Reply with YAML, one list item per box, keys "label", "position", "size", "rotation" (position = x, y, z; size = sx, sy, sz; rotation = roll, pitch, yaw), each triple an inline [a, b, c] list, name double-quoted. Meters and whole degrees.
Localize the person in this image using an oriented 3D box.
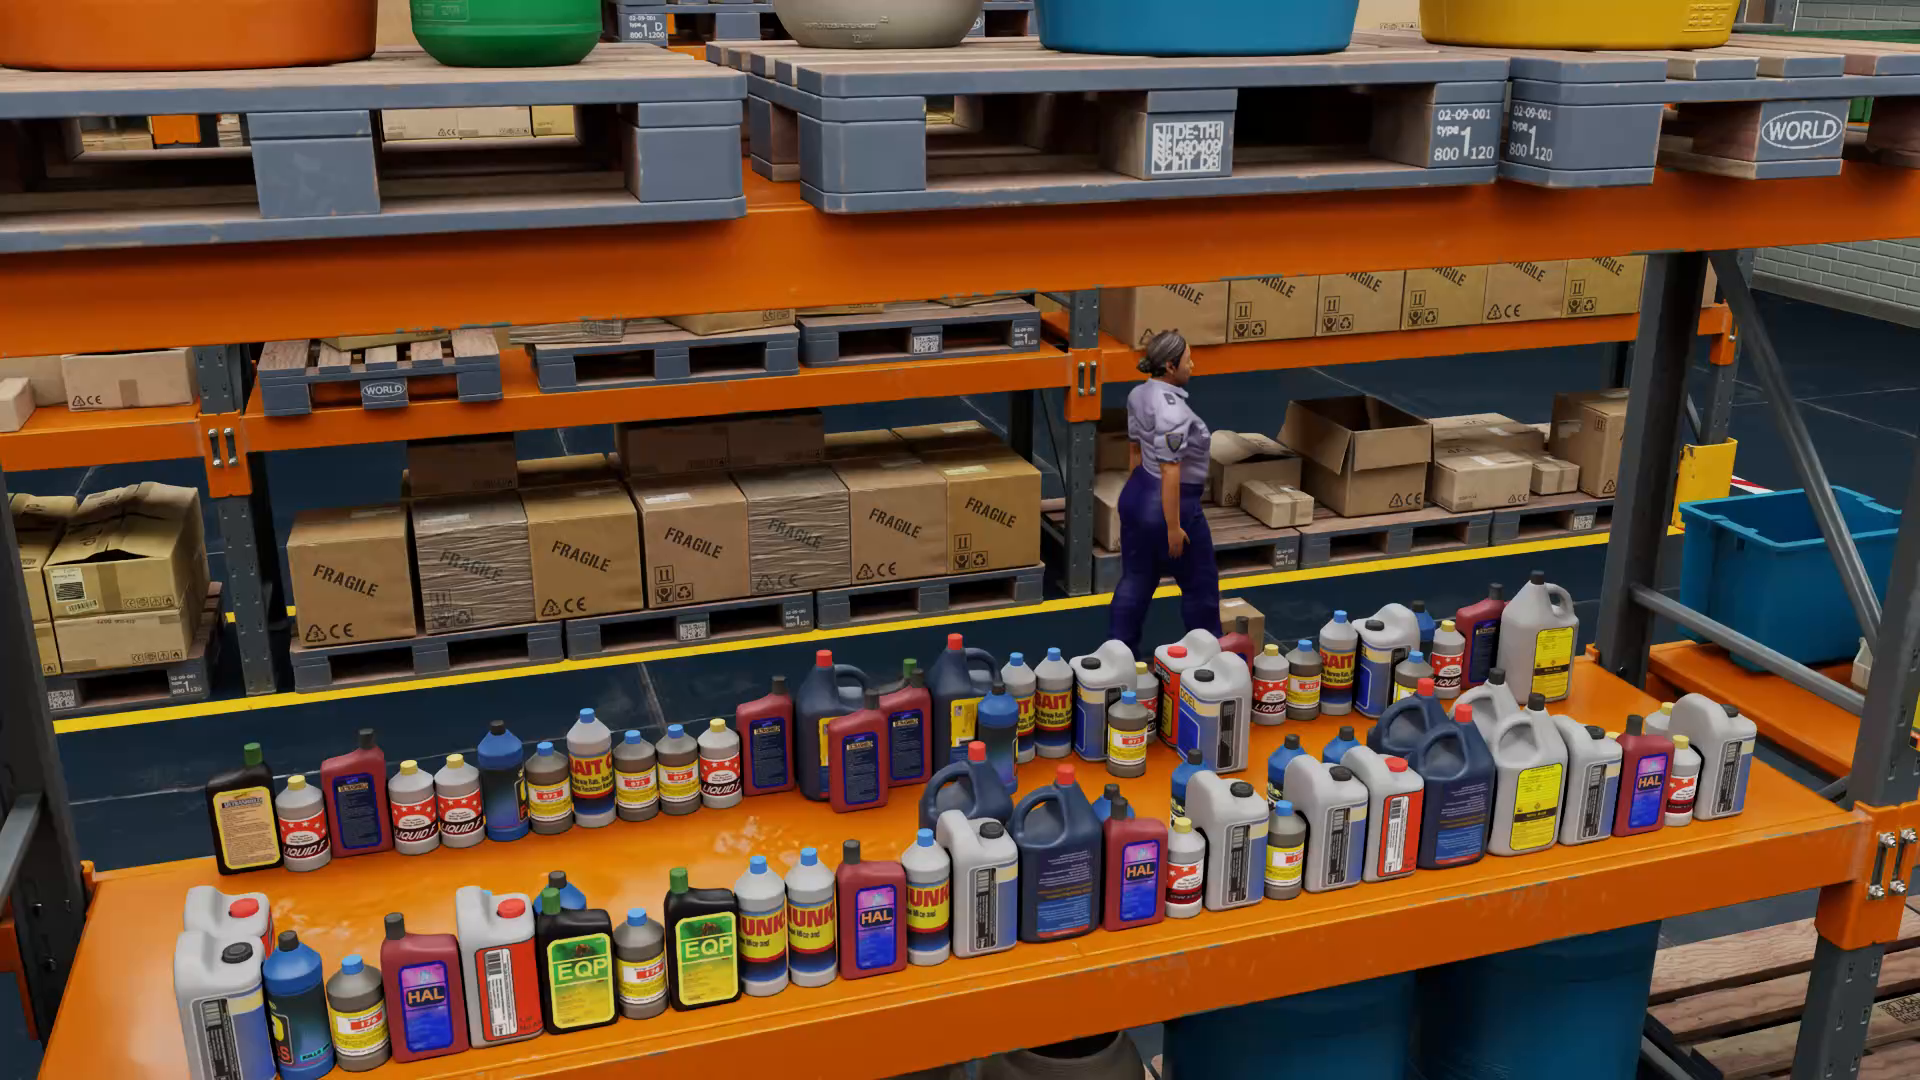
- label: "person"
  position: [1.020, -0.141, 7.477]
  size: [0.693, 1.635, 0.489]
  rotation: [-7, 20, -18]
